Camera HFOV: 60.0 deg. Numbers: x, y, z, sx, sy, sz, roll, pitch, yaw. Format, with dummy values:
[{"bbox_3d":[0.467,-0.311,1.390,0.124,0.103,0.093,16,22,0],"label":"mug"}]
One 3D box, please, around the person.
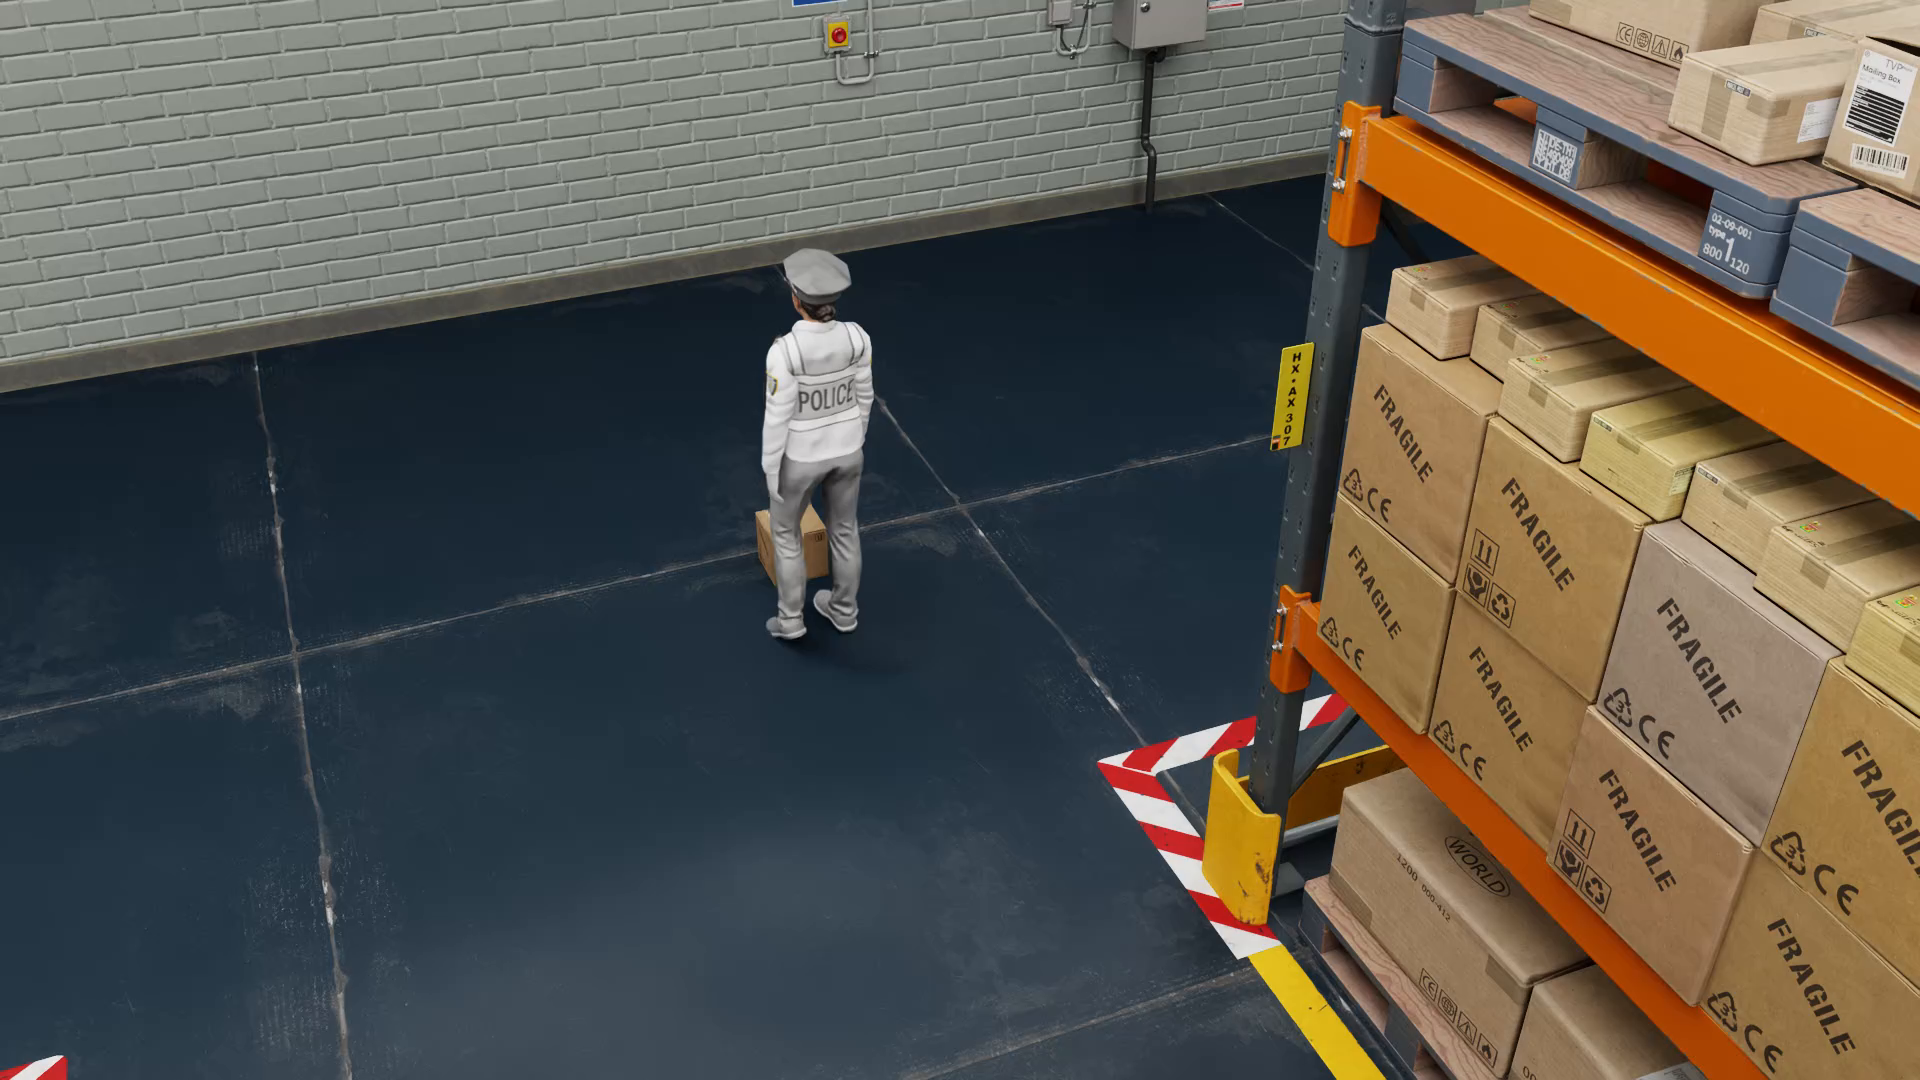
[{"bbox_3d":[-0.572,-0.326,6.636,0.500,1.743,0.343,-18,38,-24],"label":"person"}]
